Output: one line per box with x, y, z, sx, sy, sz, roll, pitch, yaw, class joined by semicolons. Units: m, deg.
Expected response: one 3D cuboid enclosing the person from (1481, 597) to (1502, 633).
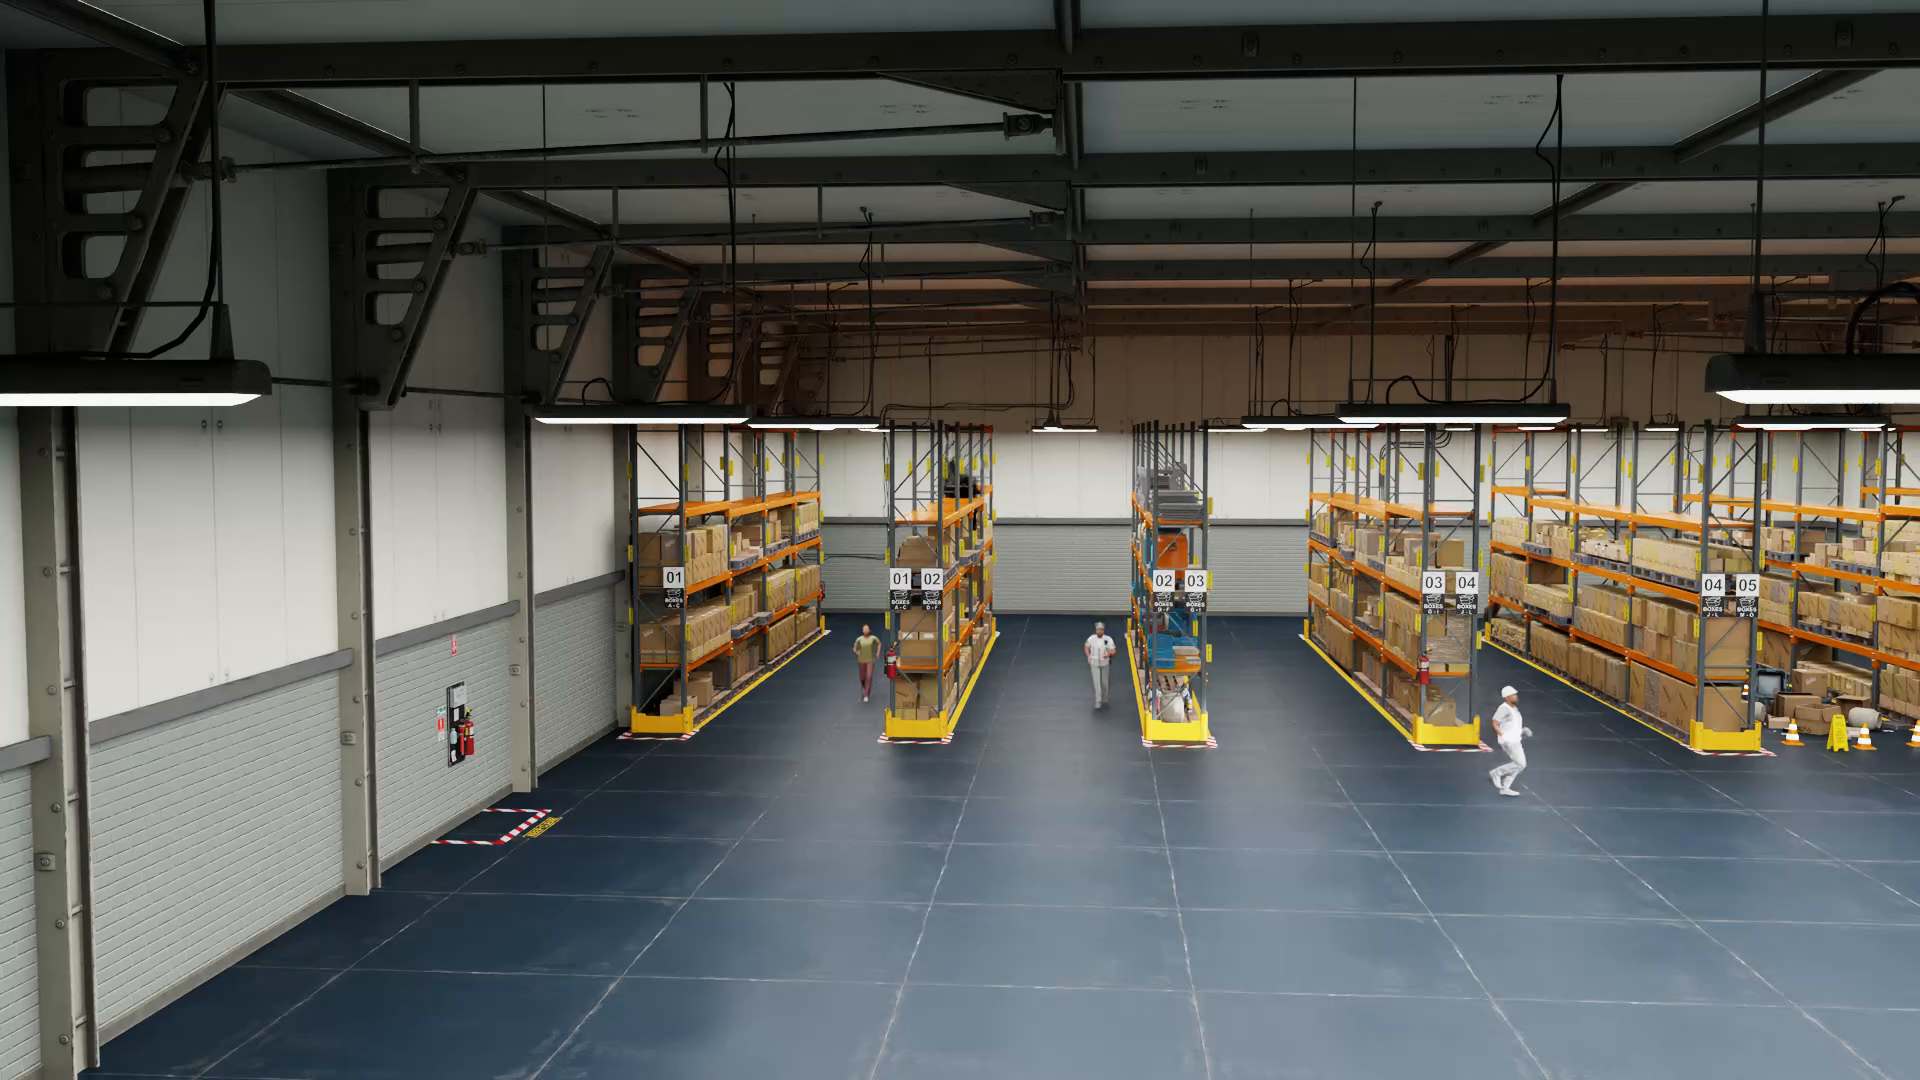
15.254;1.858;47.644;0.784;1.691;0.779;3;4;37;person

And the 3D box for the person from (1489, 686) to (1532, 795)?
8.753;3.186;26.336;0.540;1.732;0.684;2;4;31;person

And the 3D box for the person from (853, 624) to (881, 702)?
-2.005;2.629;35.843;0.592;1.627;0.970;0;4;1;person

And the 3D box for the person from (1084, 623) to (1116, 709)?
2.948;2.612;35.023;0.667;1.778;0.860;0;4;7;person
